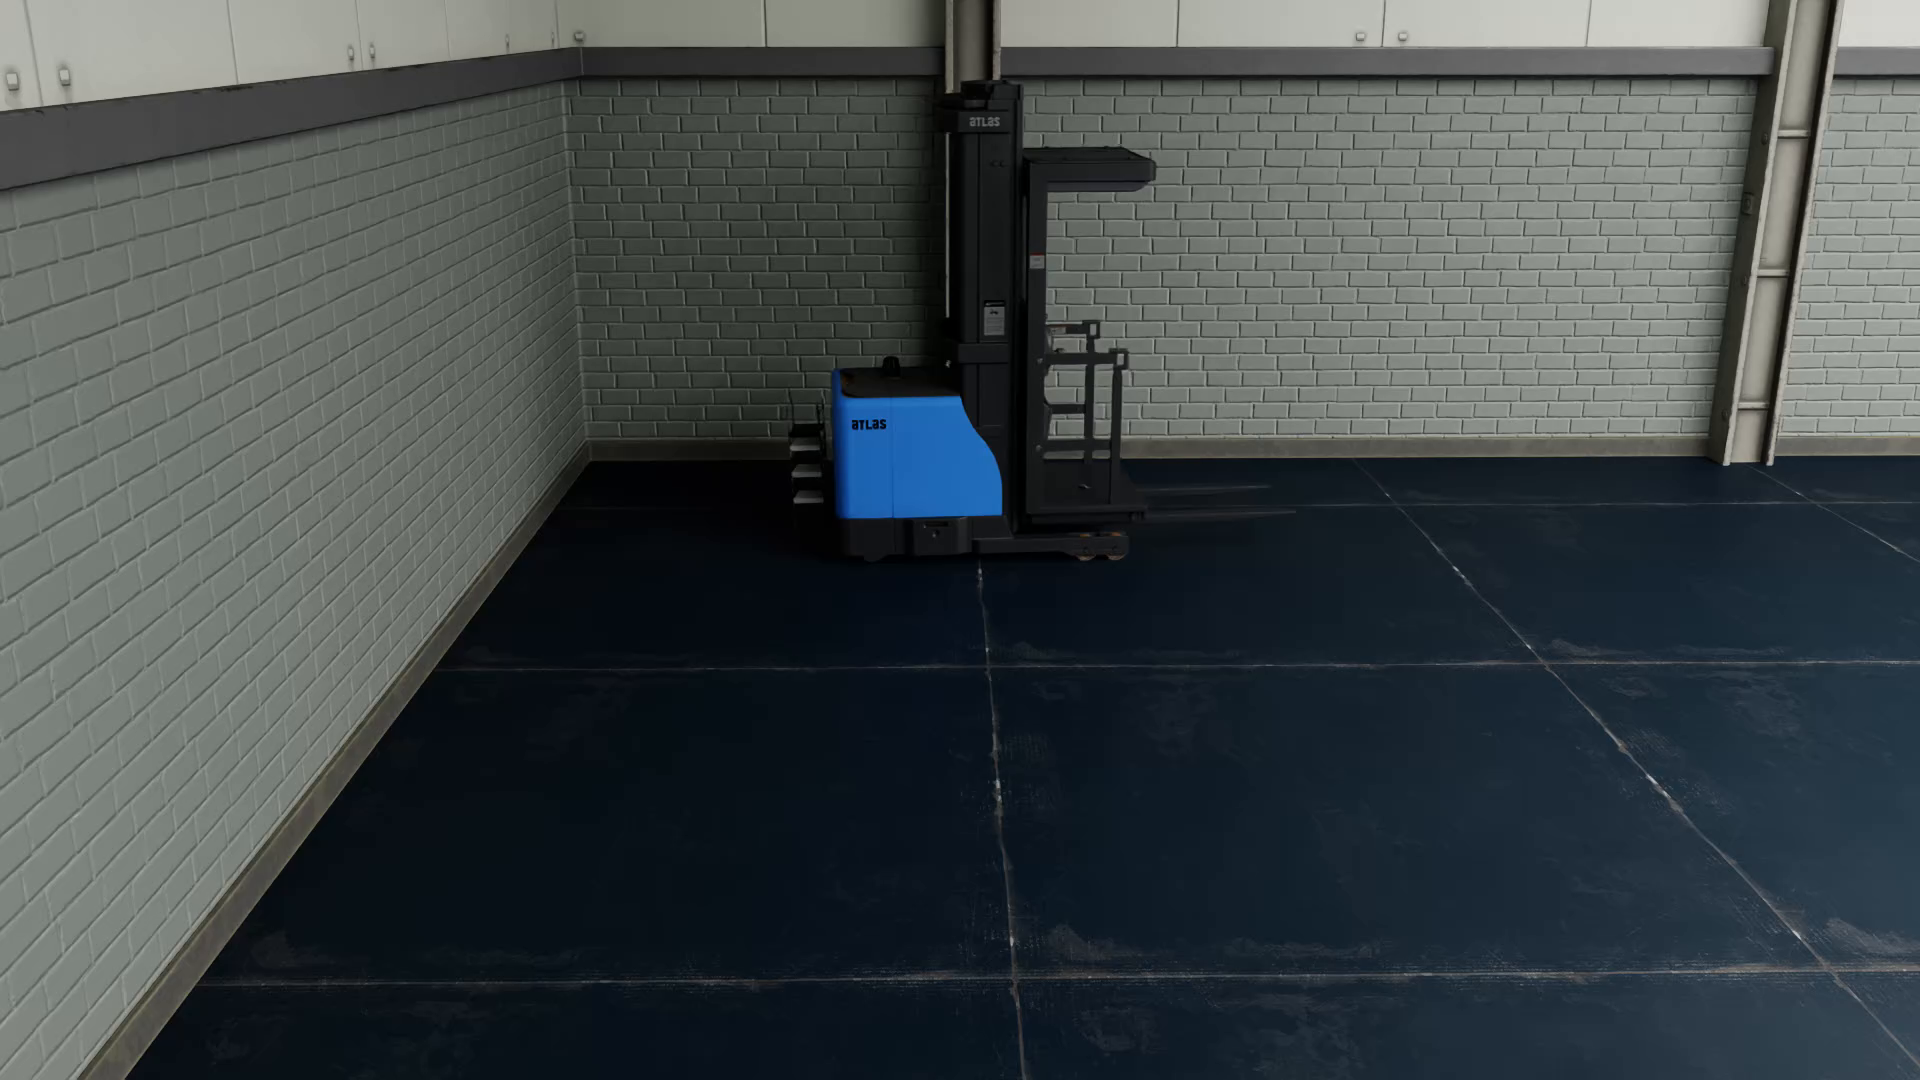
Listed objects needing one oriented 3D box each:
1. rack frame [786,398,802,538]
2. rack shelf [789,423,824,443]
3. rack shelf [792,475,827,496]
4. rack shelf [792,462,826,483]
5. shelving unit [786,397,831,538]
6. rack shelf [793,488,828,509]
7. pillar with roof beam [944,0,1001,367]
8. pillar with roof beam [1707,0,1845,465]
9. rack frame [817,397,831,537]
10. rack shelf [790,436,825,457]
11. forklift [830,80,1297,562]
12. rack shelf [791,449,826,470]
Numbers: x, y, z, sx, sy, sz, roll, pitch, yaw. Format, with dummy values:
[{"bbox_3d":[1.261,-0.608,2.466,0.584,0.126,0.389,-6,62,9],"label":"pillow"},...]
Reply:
[{"bbox_3d":[-1.105,-0.481,11.074,0.006,0.900,0.240,-1,18,4],"label":"rack frame"},{"bbox_3d":[-1.012,-0.708,10.996,0.200,0.077,0.258,-1,18,4],"label":"rack shelf"},{"bbox_3d":[-0.999,-0.366,11.106,0.200,0.077,0.258,-1,18,4],"label":"rack shelf"},{"bbox_3d":[-1.002,-0.451,11.078,0.200,0.077,0.258,-1,18,4],"label":"rack shelf"},{"bbox_3d":[-1.004,-0.483,11.068,0.210,0.900,0.258,-1,18,4],"label":"shelving unit"},{"bbox_3d":[-0.996,-0.280,11.133,0.200,0.077,0.258,-1,18,4],"label":"rack shelf"},{"bbox_3d":[0.156,-3.566,7.433,0.400,9.000,9.100,0,18,-1],"label":"pillar with roof beam"},{"bbox_3d":[6.155,-3.595,7.523,0.400,9.000,9.100,0,18,-1],"label":"pillar with roof beam"},{"bbox_3d":[-0.902,-0.485,11.062,0.006,0.900,0.240,-1,18,4],"label":"rack frame"},{"bbox_3d":[-1.009,-0.623,11.024,0.200,0.077,0.258,-1,18,4],"label":"rack shelf"},{"bbox_3d":[0.669,-1.425,10.692,3.031,2.935,1.130,-2,18,-5],"label":"forklift"},{"bbox_3d":[-1.006,-0.537,11.051,0.200,0.077,0.258,-1,18,4],"label":"rack shelf"}]
